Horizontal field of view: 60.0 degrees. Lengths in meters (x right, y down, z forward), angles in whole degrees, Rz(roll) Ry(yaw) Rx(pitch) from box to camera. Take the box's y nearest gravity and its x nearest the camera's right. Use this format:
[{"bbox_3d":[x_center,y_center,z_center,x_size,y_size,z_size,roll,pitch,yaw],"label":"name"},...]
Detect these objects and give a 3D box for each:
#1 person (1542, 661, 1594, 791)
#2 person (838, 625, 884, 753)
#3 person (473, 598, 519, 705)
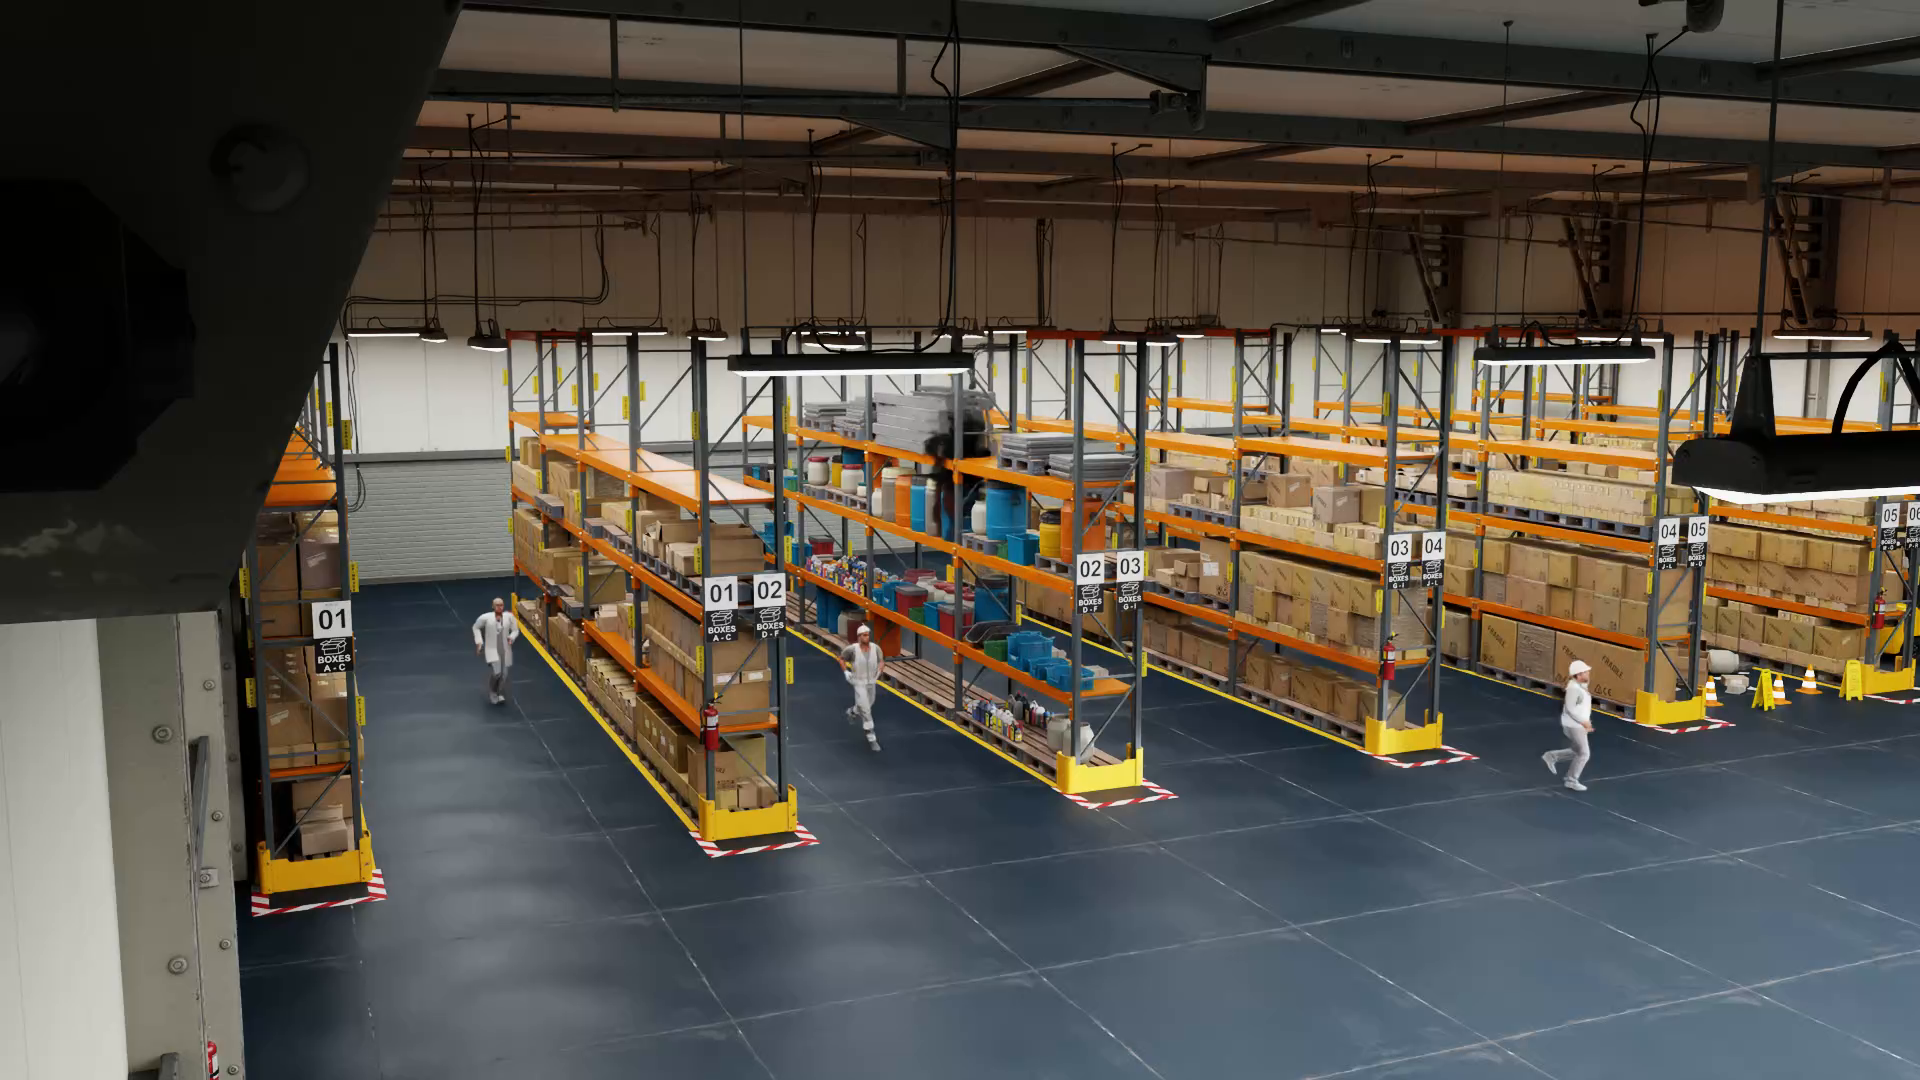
[{"bbox_3d":[8.148,2.466,22.256,0.651,1.759,0.668,4,9,24],"label":"person"},{"bbox_3d":[-1.416,2.136,24.521,0.626,1.801,1.150,-5,9,-33],"label":"person"},{"bbox_3d":[-7.466,1.903,26.917,0.678,1.545,0.808,-5,9,-30],"label":"person"}]
